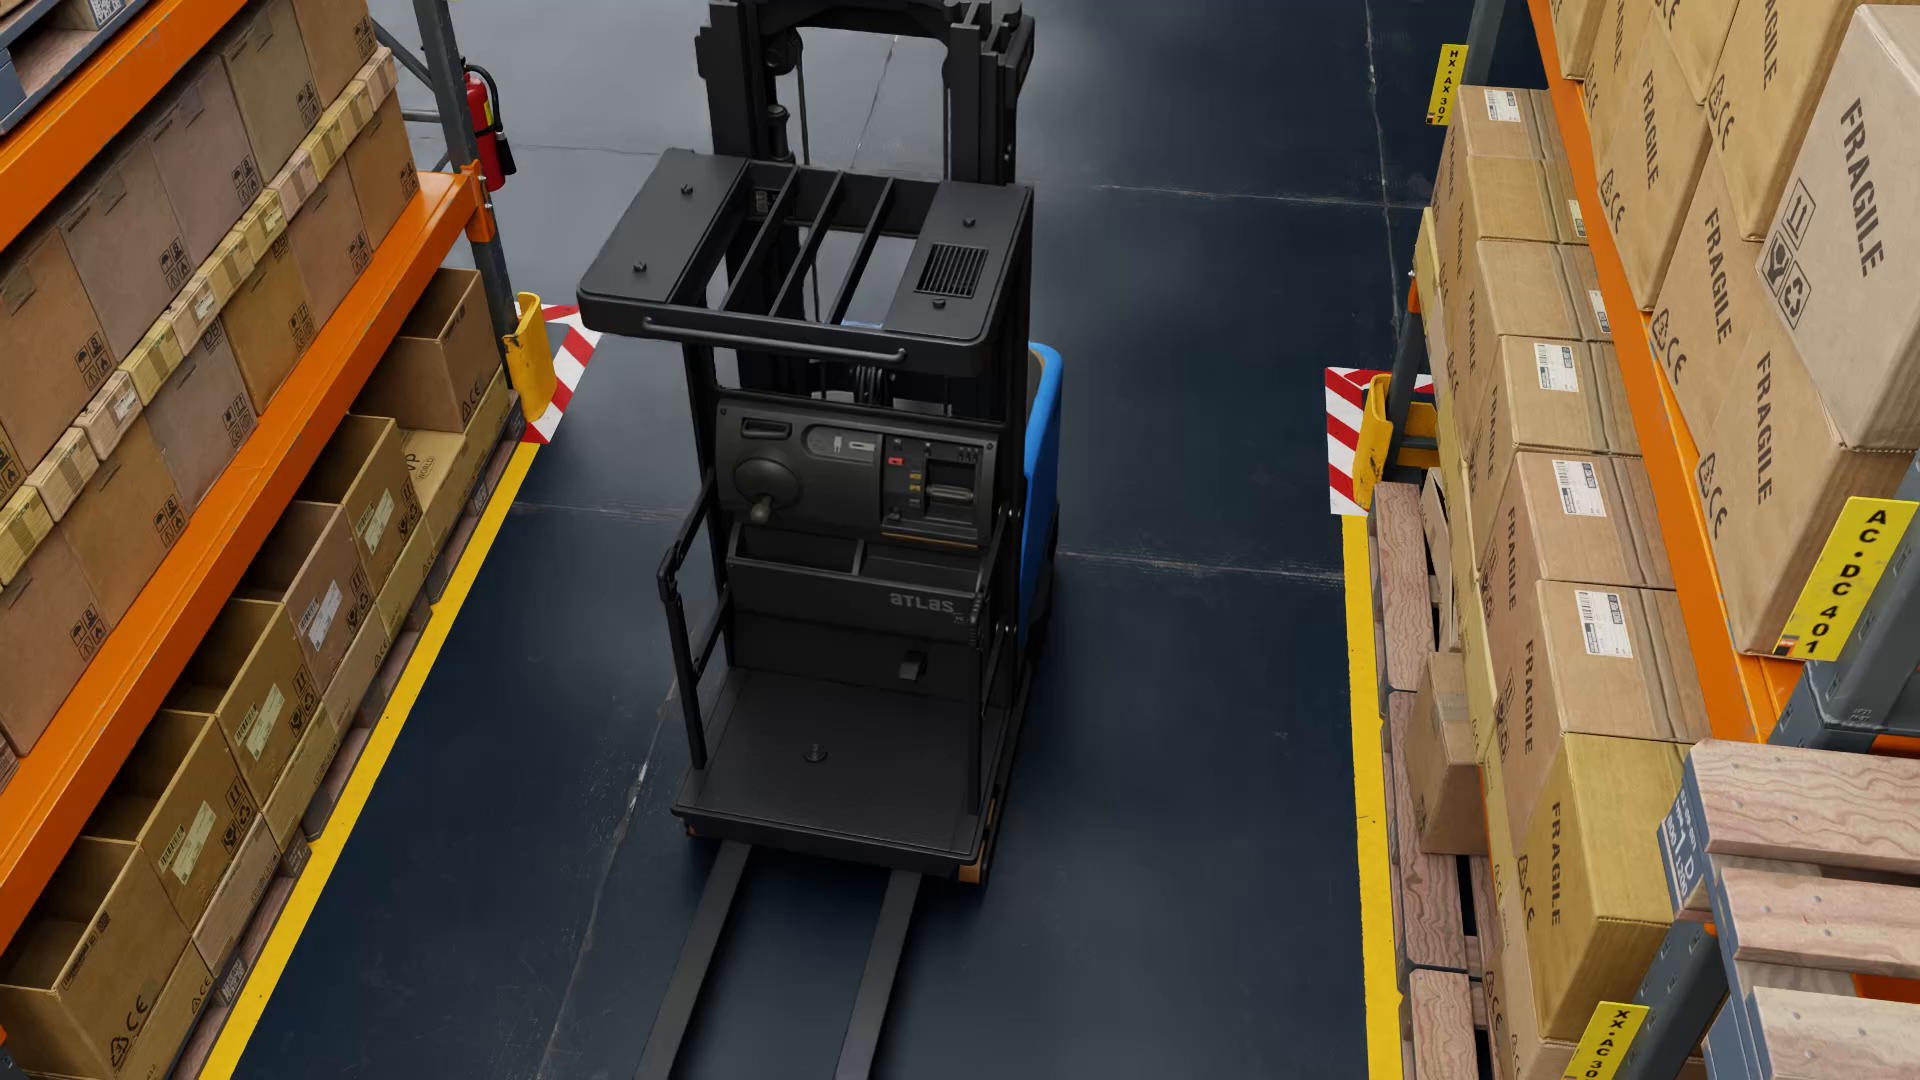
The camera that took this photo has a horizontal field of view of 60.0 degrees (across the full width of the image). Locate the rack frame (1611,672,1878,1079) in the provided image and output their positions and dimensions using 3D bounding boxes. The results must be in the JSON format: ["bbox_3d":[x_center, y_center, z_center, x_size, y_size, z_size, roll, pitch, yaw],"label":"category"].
[{"bbox_3d":[1.839,1.384,3.607,1.000,3.000,0.127,5,44,6],"label":"rack frame"}]

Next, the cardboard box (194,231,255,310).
[{"bbox_3d":[-2.574,-0.902,5.476,0.380,0.149,0.250,6,44,7],"label":"cardboard box"}]

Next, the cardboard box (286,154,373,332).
[{"bbox_3d":[-2.682,-1.151,6.211,0.700,0.500,0.500,6,44,7],"label":"cardboard box"}]

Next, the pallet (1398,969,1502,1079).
[{"bbox_3d":[1.893,1.935,5.052,1.003,0.211,1.213,5,44,6],"label":"pallet"}]

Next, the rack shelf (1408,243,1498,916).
[{"bbox_3d":[2.104,0.282,5.294,1.077,0.370,4.000,5,44,6],"label":"rack shelf"}]

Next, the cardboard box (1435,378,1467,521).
[{"bbox_3d":[1.861,-0.290,5.469,0.500,0.250,0.500,5,44,5],"label":"cardboard box"}]

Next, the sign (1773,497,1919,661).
[{"bbox_3d":[1.300,0.063,2.444,0.100,0.325,0.005,5,44,6],"label":"sign"}]

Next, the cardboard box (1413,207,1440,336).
[{"bbox_3d":[1.989,-0.991,6.210,0.500,0.250,0.500,4,44,4],"label":"cardboard box"}]

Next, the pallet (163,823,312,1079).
[{"bbox_3d":[-2.925,1.410,5.607,1.003,0.211,1.213,5,44,6],"label":"pallet"}]

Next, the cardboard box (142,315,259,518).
[{"bbox_3d":[-2.819,-0.454,5.475,0.700,0.500,0.500,6,44,7],"label":"cardboard box"}]

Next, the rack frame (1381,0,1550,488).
[{"bbox_3d":[2.368,-1.342,6.486,1.000,3.000,0.127,5,44,6],"label":"rack frame"}]

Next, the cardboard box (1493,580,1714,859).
[{"bbox_3d":[1.656,0.468,4.124,0.500,0.500,0.500,5,44,5],"label":"cardboard box"}]

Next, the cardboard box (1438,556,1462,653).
[{"bbox_3d":[2.112,0.326,6.359,0.500,0.311,0.500,9,44,9],"label":"cardboard box"}]

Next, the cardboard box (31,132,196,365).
[{"bbox_3d":[-2.820,-0.900,5.003,0.700,0.500,0.500,5,44,6],"label":"cardboard box"}]

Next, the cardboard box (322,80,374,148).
[{"bbox_3d":[-2.438,-1.606,6.220,0.380,0.149,0.250,6,44,7],"label":"cardboard box"}]

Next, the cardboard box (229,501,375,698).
[{"bbox_3d":[-2.504,0.200,6.007,0.500,0.500,0.500,5,44,6],"label":"cardboard box"}]

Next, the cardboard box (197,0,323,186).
[{"bbox_3d":[-2.688,-1.585,5.726,0.700,0.500,0.500,4,44,4],"label":"cardboard box"}]

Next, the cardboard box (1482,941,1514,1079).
[{"bbox_3d":[1.937,1.421,5.066,0.500,0.500,0.500,2,43,2],"label":"cardboard box"}]

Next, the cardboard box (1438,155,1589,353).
[{"bbox_3d":[1.932,-0.933,5.603,0.500,0.500,0.500,5,44,6],"label":"cardboard box"}]

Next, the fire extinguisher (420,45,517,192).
[{"bbox_3d":[-2.067,-1.800,7.026,0.296,0.674,0.183,5,44,6],"label":"fire extinguisher"}]

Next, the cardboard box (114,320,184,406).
[{"bbox_3d":[-2.643,-0.557,5.112,0.380,0.149,0.250,5,44,5],"label":"cardboard box"}]

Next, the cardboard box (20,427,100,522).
[{"bbox_3d":[-2.710,-0.198,4.733,0.380,0.149,0.250,4,44,4],"label":"cardboard box"}]

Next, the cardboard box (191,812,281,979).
[{"bbox_3d":[-2.638,1.153,5.545,0.500,0.250,0.500,5,44,6],"label":"cardboard box"}]

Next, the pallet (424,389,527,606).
[{"bbox_3d":[-2.602,-0.253,7.363,1.003,0.211,1.213,5,44,6],"label":"pallet"}]

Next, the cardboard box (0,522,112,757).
[{"bbox_3d":[-2.956,0.237,4.746,0.700,0.500,0.500,5,44,5],"label":"cardboard box"}]

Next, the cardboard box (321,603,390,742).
[{"bbox_3d":[-2.507,0.472,6.265,0.500,0.250,0.500,5,44,6],"label":"cardboard box"}]

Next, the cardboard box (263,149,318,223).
[{"bbox_3d":[-2.507,-1.260,5.855,0.380,0.149,0.250,6,44,6],"label":"cardboard box"}]

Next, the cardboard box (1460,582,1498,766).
[{"bbox_3d":[1.727,0.398,4.743,0.500,0.250,0.500,5,44,5],"label":"cardboard box"}]

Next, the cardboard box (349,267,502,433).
[{"bbox_3d":[-2.319,-0.824,7.087,0.500,0.500,0.500,5,44,6],"label":"cardboard box"}]

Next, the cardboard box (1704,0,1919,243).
[{"bbox_3d":[1.699,-0.855,2.975,0.500,0.500,0.500,7,44,8],"label":"cardboard box"}]

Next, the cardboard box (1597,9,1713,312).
[{"bbox_3d":[1.776,-0.840,3.687,0.500,0.500,0.500,4,44,4],"label":"cardboard box"}]

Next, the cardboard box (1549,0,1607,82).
[{"bbox_3d":[1.905,-1.553,4.439,0.500,0.500,0.500,7,44,7],"label":"cardboard box"}]

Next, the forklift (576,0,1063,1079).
[{"bbox_3d":[-0.383,-0.121,5.246,1.130,2.935,3.031,8,44,8],"label":"forklift"}]

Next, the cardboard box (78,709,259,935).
[{"bbox_3d":[-2.642,0.881,5.287,0.500,0.500,0.500,5,44,6],"label":"cardboard box"}]

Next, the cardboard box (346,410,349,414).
[{"bbox_3d":[-2.834,-0.599,7.395,0.500,0.250,0.500,5,44,6],"label":"cardboard box"}]

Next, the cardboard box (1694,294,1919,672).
[{"bbox_3d":[1.661,-0.117,2.923,0.500,0.500,0.500,6,44,7],"label":"cardboard box"}]

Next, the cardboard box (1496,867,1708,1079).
[{"bbox_3d":[1.601,1.081,4.022,0.500,0.250,0.500,5,44,6],"label":"cardboard box"}]

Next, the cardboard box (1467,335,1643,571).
[{"bbox_3d":[1.801,-0.229,4.859,0.500,0.500,0.500,6,44,7],"label":"cardboard box"}]

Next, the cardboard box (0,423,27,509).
[{"bbox_3d":[-2.954,-0.219,4.283,0.700,0.500,0.500,5,44,5],"label":"cardboard box"}]

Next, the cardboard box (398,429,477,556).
[{"bbox_3d":[-2.375,-0.210,6.984,0.500,0.250,0.500,5,44,6],"label":"cardboard box"}]

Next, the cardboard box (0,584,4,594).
[{"bbox_3d":[-2.778,0.151,4.364,0.380,0.149,0.250,4,44,4],"label":"cardboard box"}]

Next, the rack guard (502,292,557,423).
[{"bbox_3d":[-2.539,-0.899,7.836,1.175,0.500,0.348,5,44,6],"label":"rack guard"}]

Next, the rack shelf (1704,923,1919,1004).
[{"bbox_3d":[1.575,1.919,1.383,1.077,0.370,4.000,5,44,6],"label":"rack shelf"}]
